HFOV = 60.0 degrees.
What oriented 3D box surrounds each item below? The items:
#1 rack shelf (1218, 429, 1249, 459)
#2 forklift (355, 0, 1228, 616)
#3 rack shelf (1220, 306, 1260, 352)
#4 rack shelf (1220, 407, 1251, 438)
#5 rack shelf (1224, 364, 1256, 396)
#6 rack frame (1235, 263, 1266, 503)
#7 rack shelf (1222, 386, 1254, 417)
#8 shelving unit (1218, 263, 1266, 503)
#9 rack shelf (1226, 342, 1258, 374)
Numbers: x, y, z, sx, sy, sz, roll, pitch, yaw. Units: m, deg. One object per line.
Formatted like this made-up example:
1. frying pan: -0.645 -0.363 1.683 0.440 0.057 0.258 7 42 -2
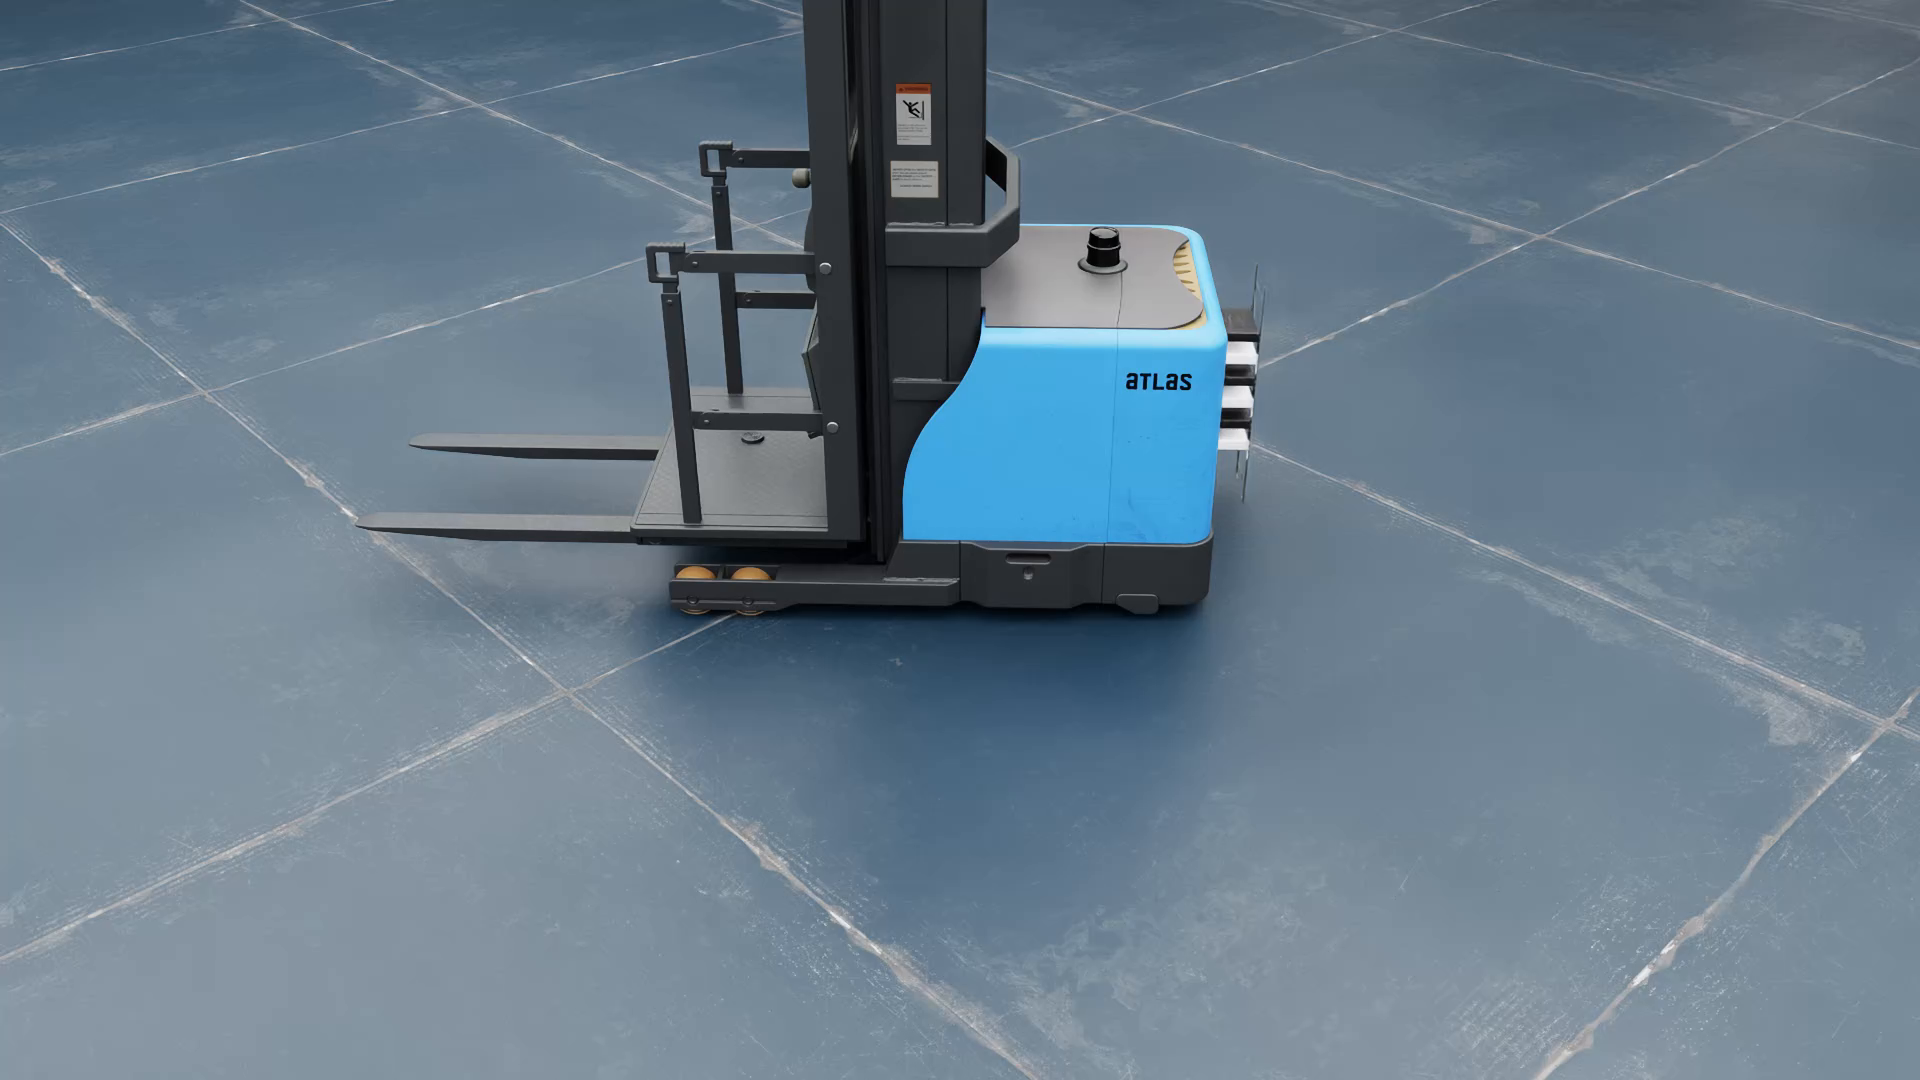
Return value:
1. rack shelf: 1.006 -0.409 6.465 0.200 0.077 0.258 1 31 1
2. forklift: -0.629 -1.261 5.503 3.031 2.935 1.130 1 31 2
3. rack shelf: 1.006 -0.793 6.230 0.200 0.077 0.258 1 31 1
4. rack shelf: 1.006 -0.486 6.418 0.200 0.077 0.258 1 31 1
5. rack shelf: 1.006 -0.639 6.324 0.200 0.077 0.258 1 31 1
6. rack frame: 1.107 -0.590 6.352 0.006 0.900 0.240 1 31 1
7. rack shelf: 1.006 -0.562 6.371 0.200 0.077 0.258 1 31 1
8. shelving unit: 1.006 -0.591 6.354 0.210 0.900 0.258 1 31 1
9. rack shelf: 1.006 -0.716 6.277 0.200 0.077 0.258 1 31 1
